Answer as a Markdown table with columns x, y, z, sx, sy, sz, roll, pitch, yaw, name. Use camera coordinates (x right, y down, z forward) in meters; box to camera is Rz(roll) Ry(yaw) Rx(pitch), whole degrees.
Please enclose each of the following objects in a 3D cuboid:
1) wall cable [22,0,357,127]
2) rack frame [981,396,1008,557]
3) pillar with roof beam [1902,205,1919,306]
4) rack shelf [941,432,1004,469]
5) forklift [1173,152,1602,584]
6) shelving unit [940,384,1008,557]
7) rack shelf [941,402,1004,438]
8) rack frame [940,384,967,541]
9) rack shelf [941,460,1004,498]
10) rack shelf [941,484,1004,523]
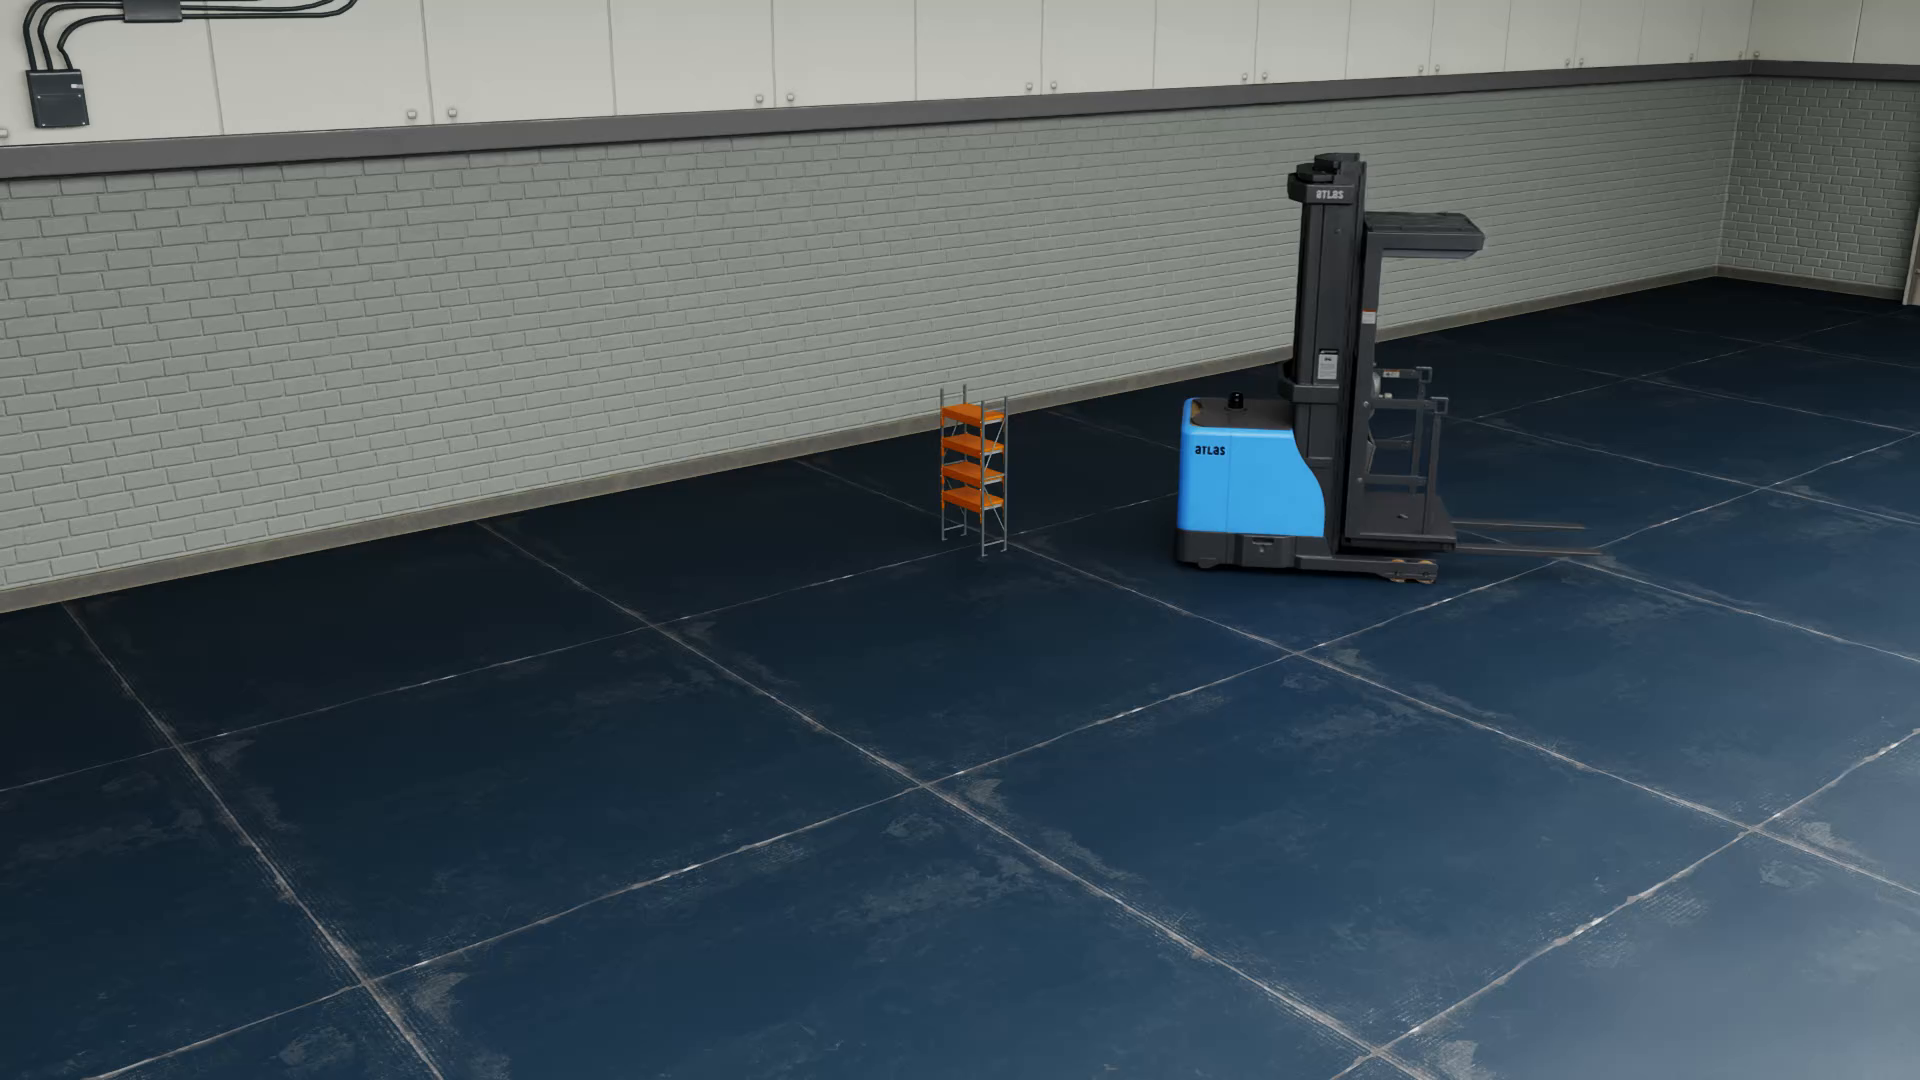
| x | y | z | sx | sy | sz | roll | pitch | yaw | name |
| --- | --- | --- | --- | --- | --- | --- | --- | --- | --- |
| -5.055 | -5.740 | 10.471 | 2.305 | 6.003 | 0.169 | -14 | 23 | -36 | wall cable |
| 0.254 | -0.469 | 12.369 | 0.240 | 1.200 | 0.015 | -14 | 23 | -36 | rack frame |
| 9.604 | -6.600 | 18.479 | 9.100 | 9.000 | 0.400 | -14 | 23 | -36 | pillar with roof beam |
| 0.103 | -0.677 | 12.502 | 0.258 | 0.148 | 0.480 | -14 | 23 | -36 | rack shelf |
| 3.135 | -1.257 | 11.995 | 3.031 | 2.935 | 1.130 | 3 | 19 | 8 | forklift |
| 0.103 | -0.529 | 12.551 | 0.258 | 1.200 | 0.503 | -14 | 23 | -36 | shelving unit |
| 0.103 | -0.902 | 12.427 | 0.258 | 0.148 | 0.480 | -14 | 23 | -36 | rack shelf |
| -0.049 | -0.589 | 12.732 | 0.240 | 1.200 | 0.015 | -14 | 23 | -36 | rack frame |
| 0.103 | -0.465 | 12.572 | 0.258 | 0.148 | 0.480 | -14 | 23 | -36 | rack shelf |
| 0.103 | -0.276 | 12.634 | 0.258 | 0.148 | 0.480 | -14 | 23 | -36 | rack shelf |
